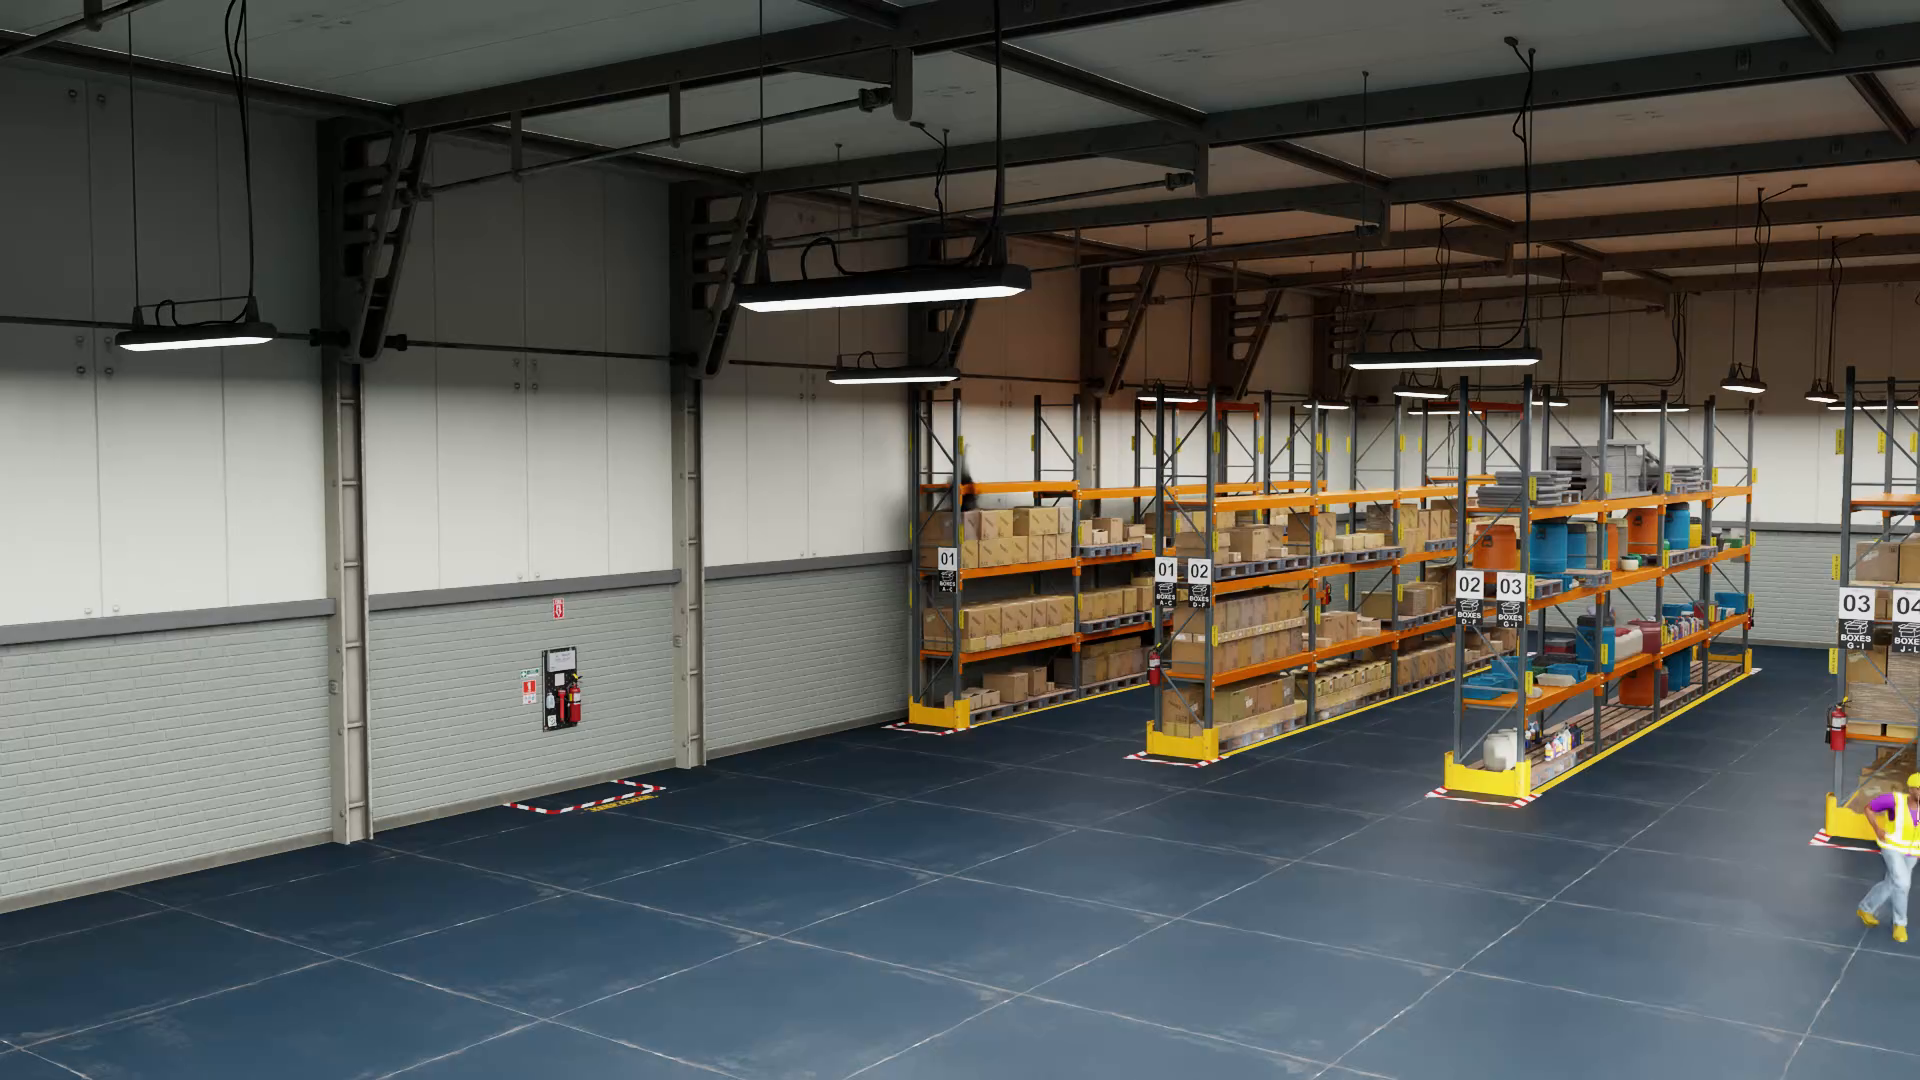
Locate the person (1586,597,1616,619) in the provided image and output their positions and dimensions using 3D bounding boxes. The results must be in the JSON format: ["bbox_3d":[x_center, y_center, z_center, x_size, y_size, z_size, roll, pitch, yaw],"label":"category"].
[{"bbox_3d":[14.333,2.058,37.258,0.581,1.707,0.841,3,4,41],"label":"person"}]

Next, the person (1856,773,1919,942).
[{"bbox_3d":[9.678,3.188,17.046,0.665,1.693,0.874,0,3,-8],"label":"person"}]
